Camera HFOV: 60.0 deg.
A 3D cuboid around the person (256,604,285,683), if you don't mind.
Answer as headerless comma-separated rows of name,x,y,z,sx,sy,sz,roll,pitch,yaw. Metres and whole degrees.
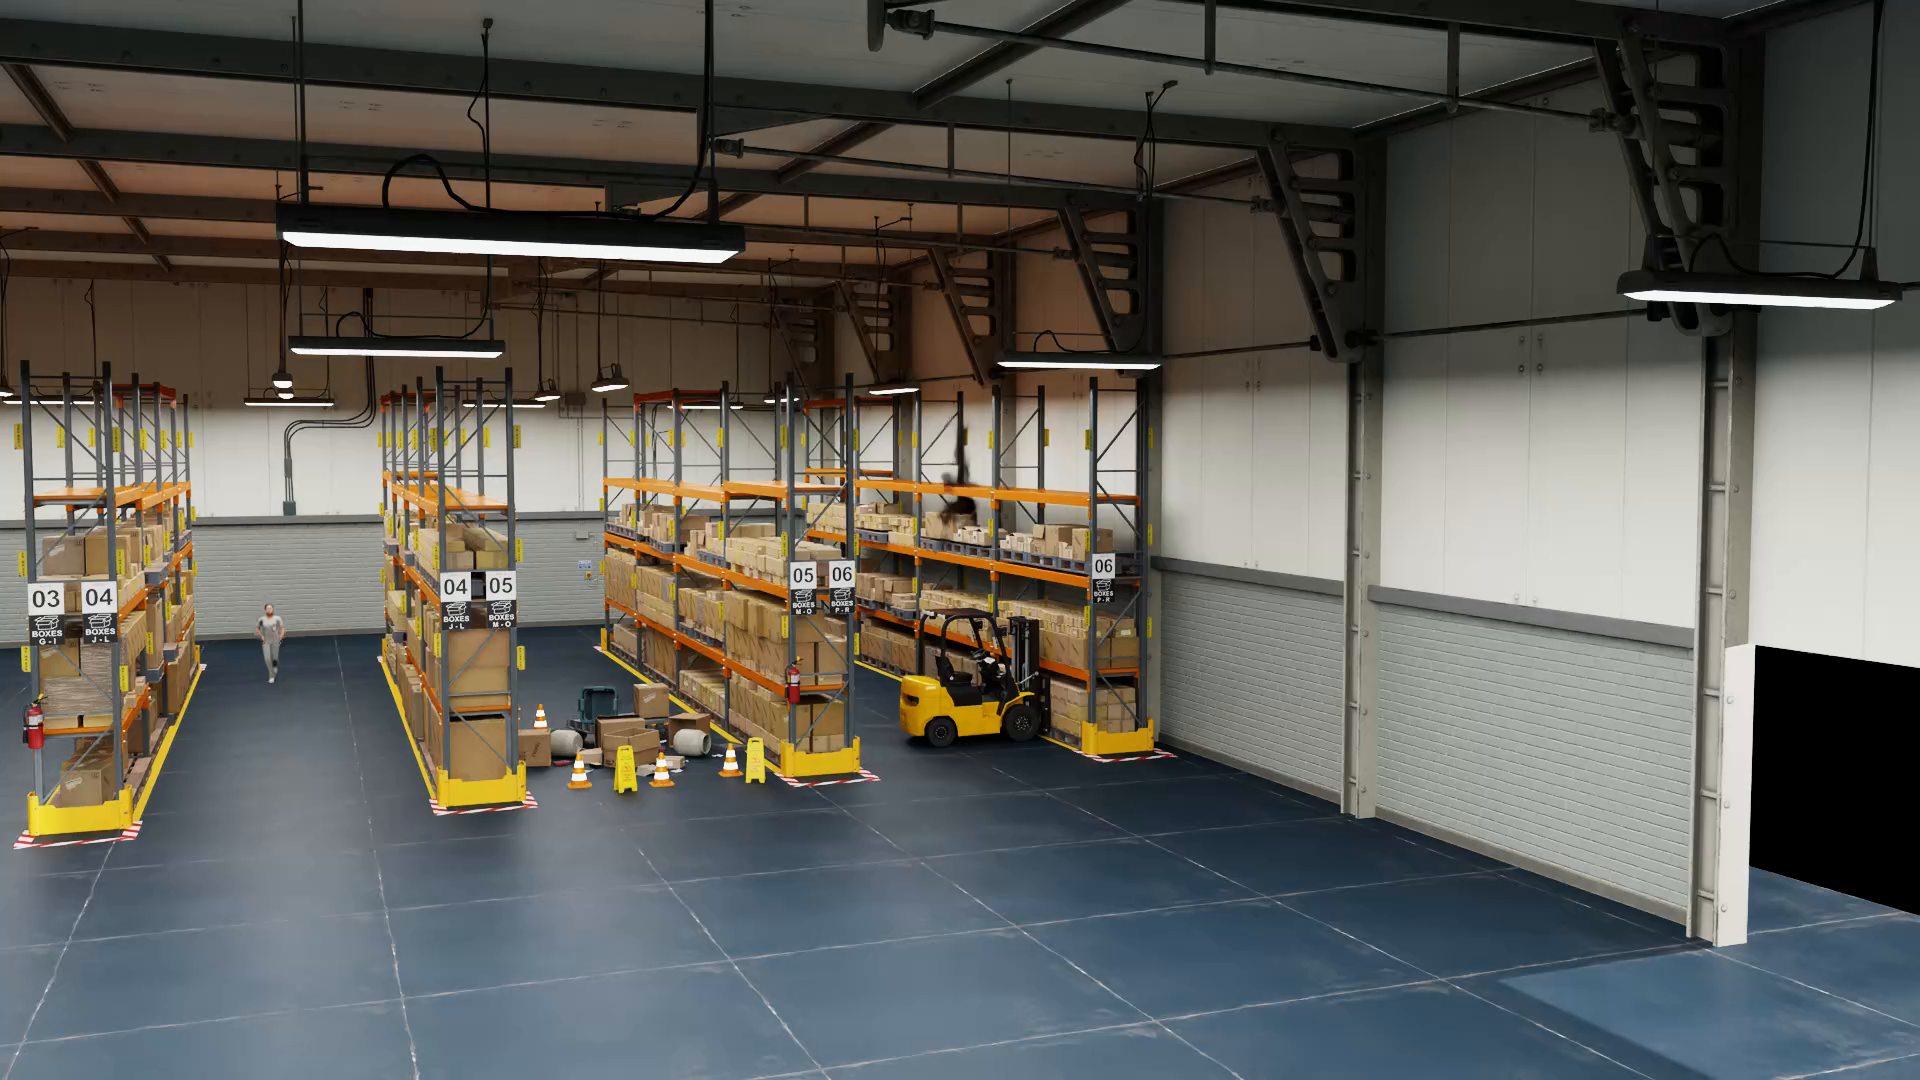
person,-14.269,2.127,34.425,0.565,1.630,0.571,-1,4,-22
